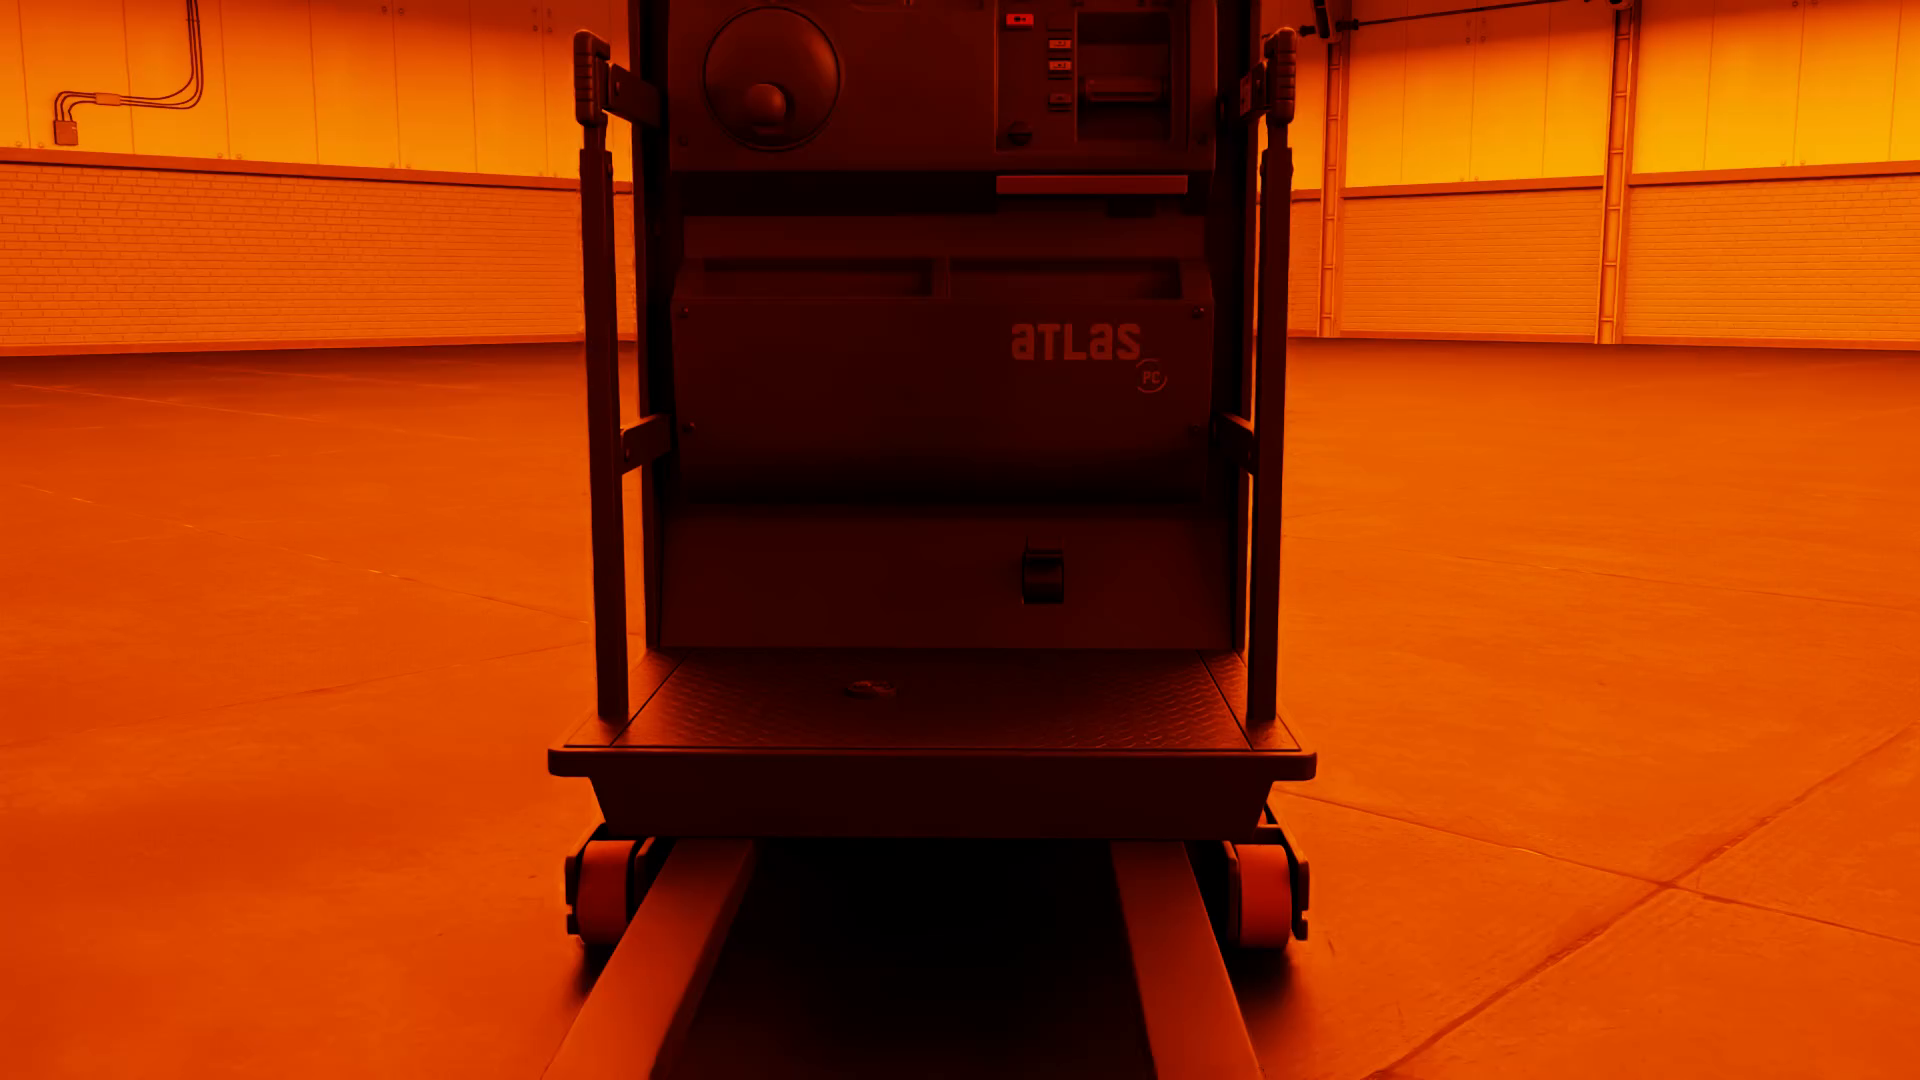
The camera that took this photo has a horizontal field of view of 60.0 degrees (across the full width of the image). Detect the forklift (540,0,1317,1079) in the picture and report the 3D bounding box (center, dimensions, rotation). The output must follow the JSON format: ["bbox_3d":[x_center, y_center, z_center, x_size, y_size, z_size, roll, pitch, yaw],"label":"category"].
[{"bbox_3d":[-0.032,-0.867,2.634,1.130,2.935,3.031,0,9,1],"label":"forklift"}]
